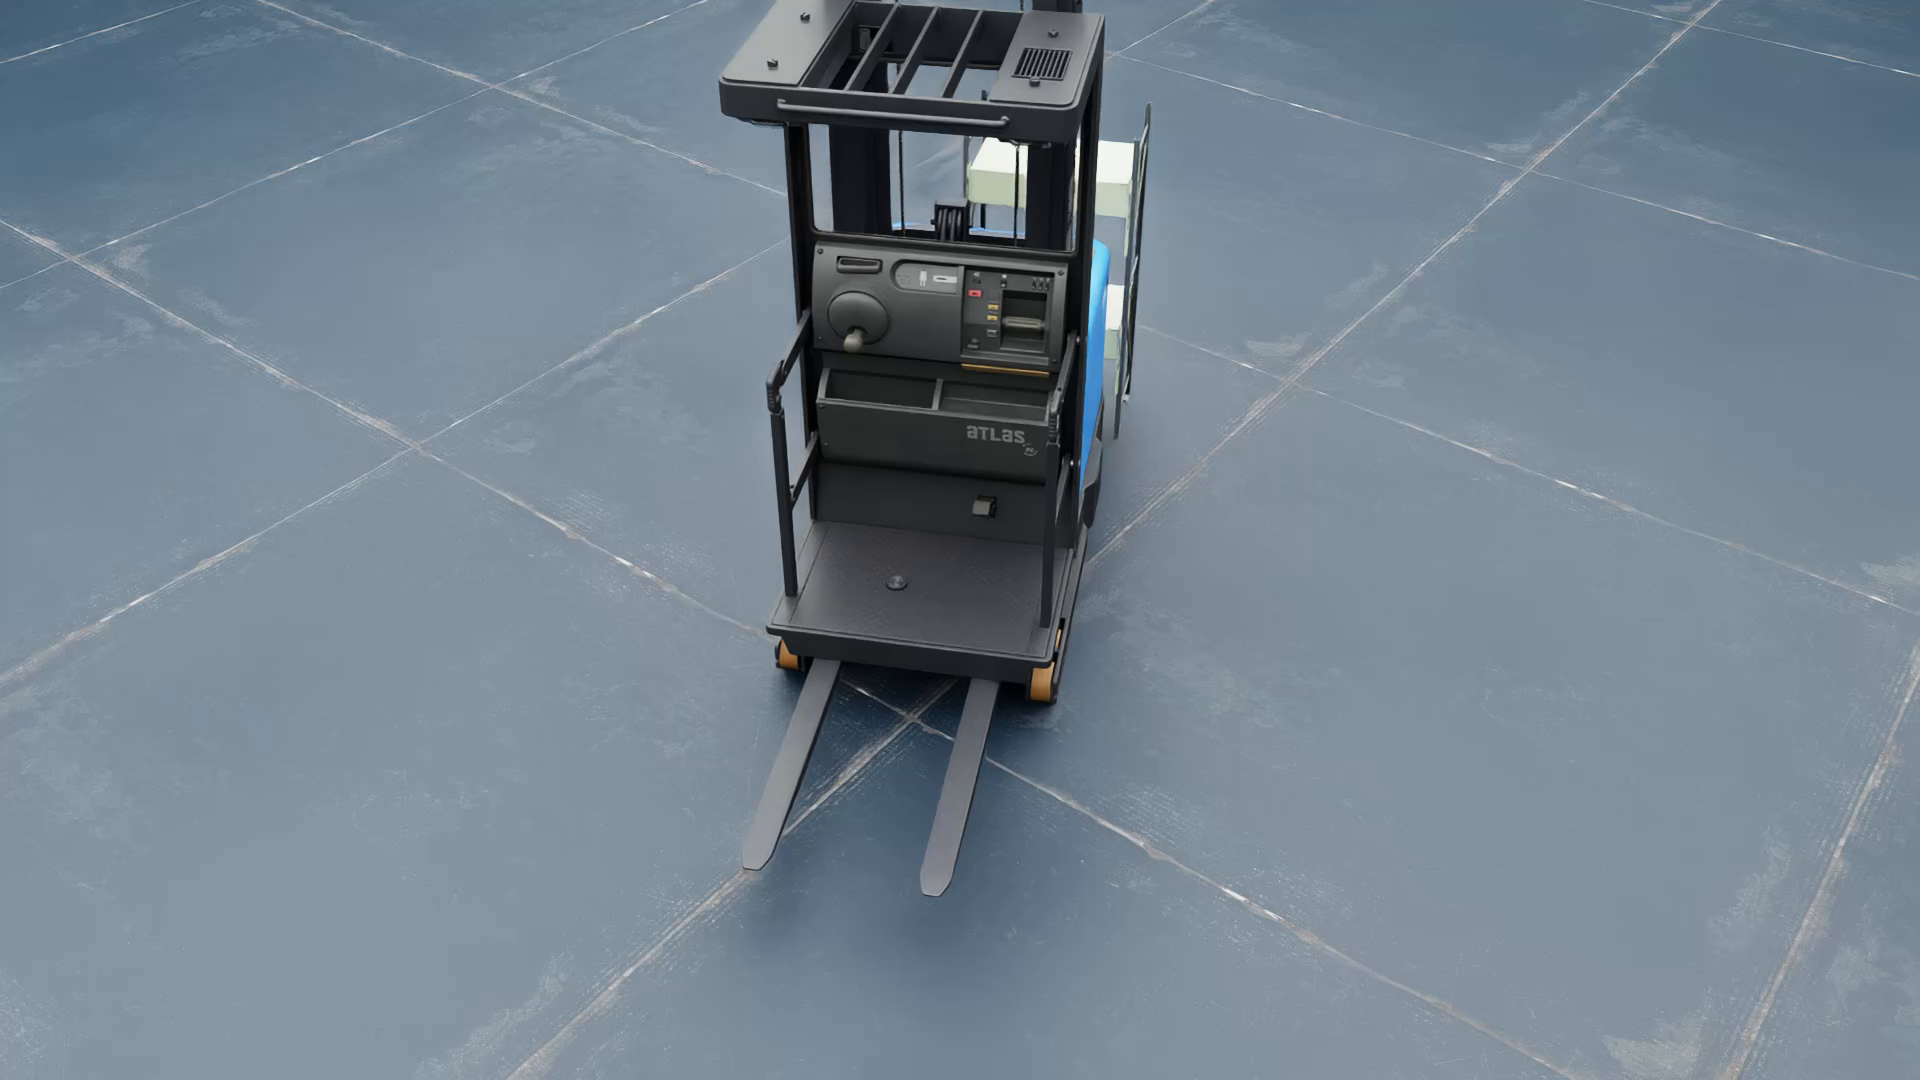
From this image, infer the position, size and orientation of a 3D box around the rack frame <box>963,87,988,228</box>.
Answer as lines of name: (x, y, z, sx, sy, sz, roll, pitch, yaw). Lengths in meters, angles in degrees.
rack frame: (0.069, -1.298, 7.690, 0.023, 1.500, 0.400, 8, 39, 10)

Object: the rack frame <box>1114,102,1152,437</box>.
rack frame: (0.783, -1.198, 7.563, 0.023, 1.500, 0.400, 8, 39, 10)

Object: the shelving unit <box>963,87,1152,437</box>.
shelving unit: (0.426, -1.248, 7.627, 0.755, 1.500, 0.431, 8, 39, 10)

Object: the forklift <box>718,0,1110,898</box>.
forklift: (-0.115, -0.773, 5.860, 1.130, 2.935, 3.031, 7, 39, 8)

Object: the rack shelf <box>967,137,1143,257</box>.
rack shelf: (0.426, -1.556, 7.387, 0.720, 0.370, 0.431, 8, 39, 10)

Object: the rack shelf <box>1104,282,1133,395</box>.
rack shelf: (0.426, -0.991, 7.827, 0.720, 0.370, 0.431, 8, 39, 10)
